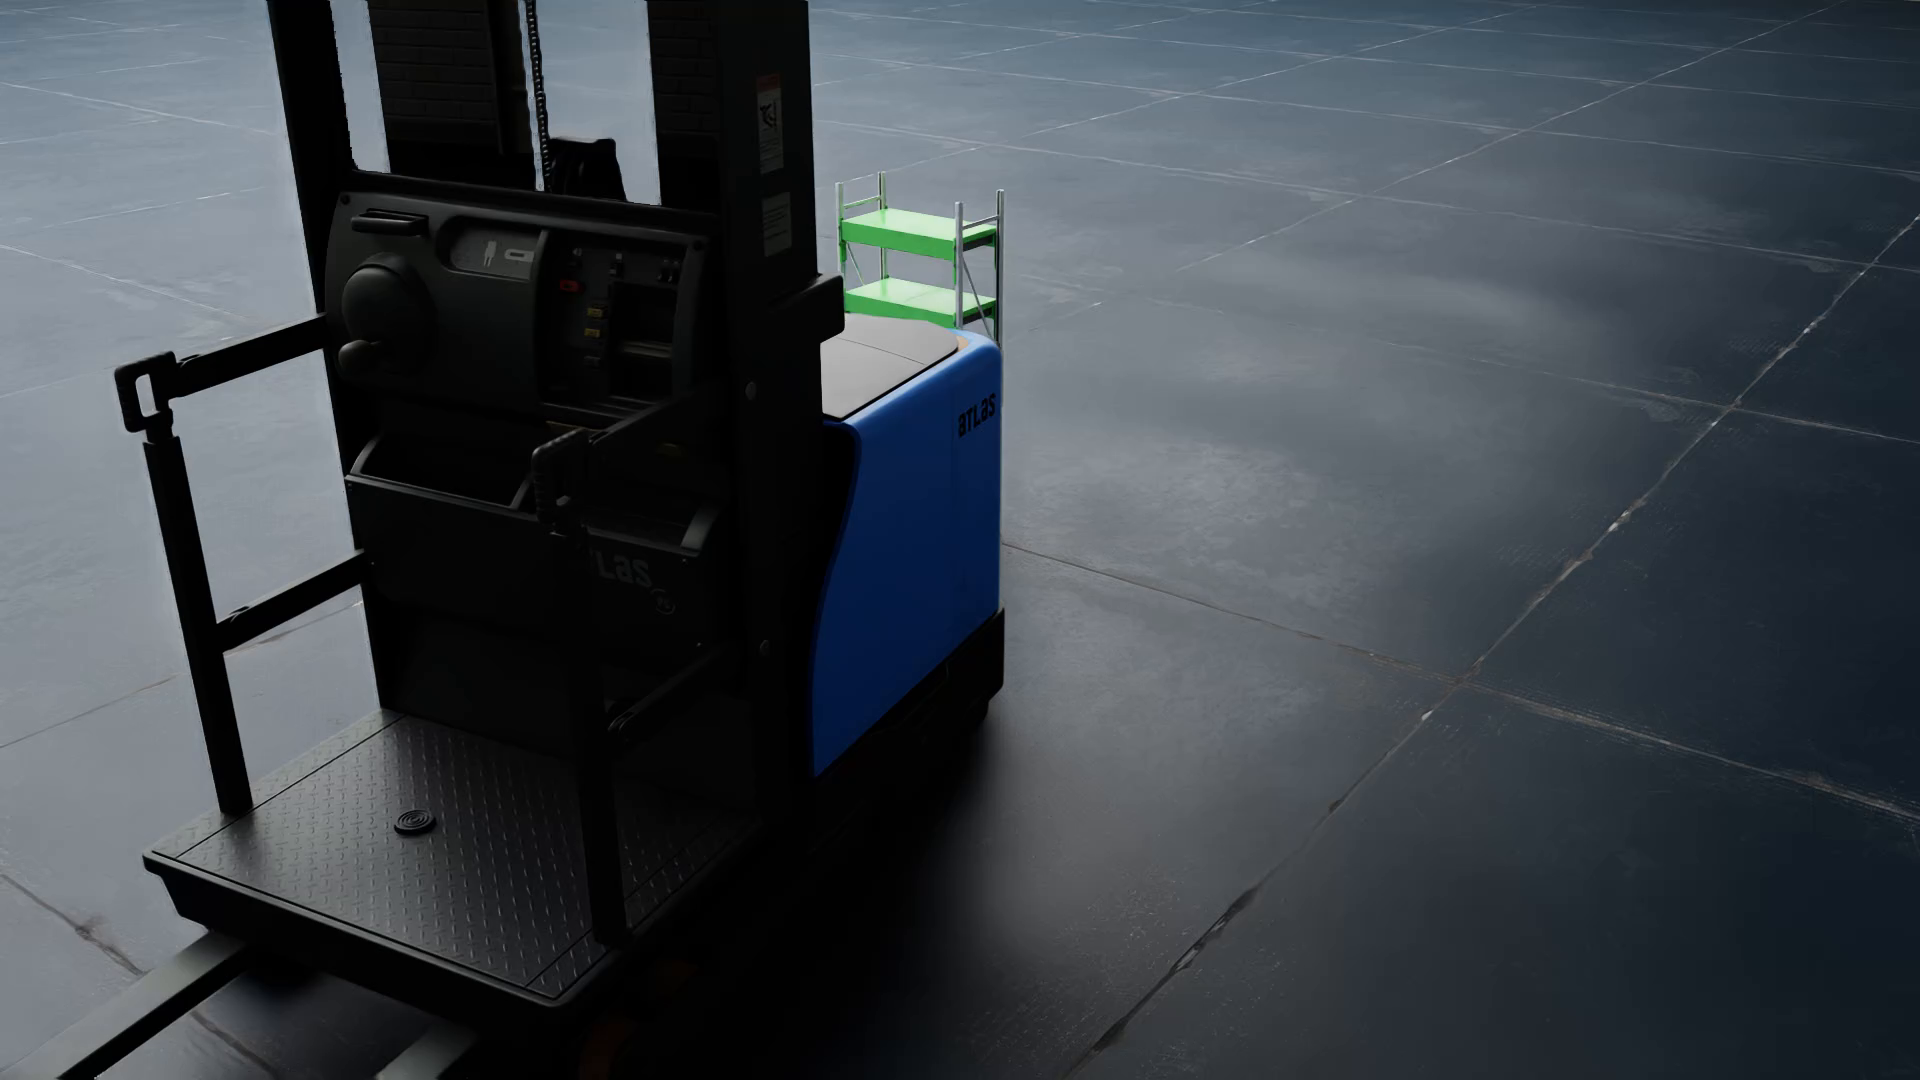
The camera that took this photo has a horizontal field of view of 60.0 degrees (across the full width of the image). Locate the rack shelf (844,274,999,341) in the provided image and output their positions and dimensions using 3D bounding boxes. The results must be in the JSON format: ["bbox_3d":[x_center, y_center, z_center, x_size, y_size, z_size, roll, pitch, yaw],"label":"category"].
[{"bbox_3d":[-0.132,-0.750,5.528,0.480,0.148,0.258,17,29,33],"label":"rack shelf"}]

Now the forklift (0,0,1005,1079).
[{"bbox_3d":[-0.987,-0.446,3.126,1.130,2.935,3.031,11,26,24],"label":"forklift"}]

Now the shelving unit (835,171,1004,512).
[{"bbox_3d":[-0.132,-0.589,5.599,0.503,1.200,0.258,17,29,33],"label":"shelving unit"}]

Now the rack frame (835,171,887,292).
[{"bbox_3d":[-0.328,-0.648,5.733,0.015,1.200,0.240,17,29,33],"label":"rack frame"}]

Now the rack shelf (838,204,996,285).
[{"bbox_3d":[-0.132,-0.970,5.431,0.480,0.148,0.258,17,29,33],"label":"rack shelf"}]

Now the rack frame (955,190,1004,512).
[{"bbox_3d":[0.063,-0.530,5.465,0.015,1.200,0.240,17,29,33],"label":"rack frame"}]
